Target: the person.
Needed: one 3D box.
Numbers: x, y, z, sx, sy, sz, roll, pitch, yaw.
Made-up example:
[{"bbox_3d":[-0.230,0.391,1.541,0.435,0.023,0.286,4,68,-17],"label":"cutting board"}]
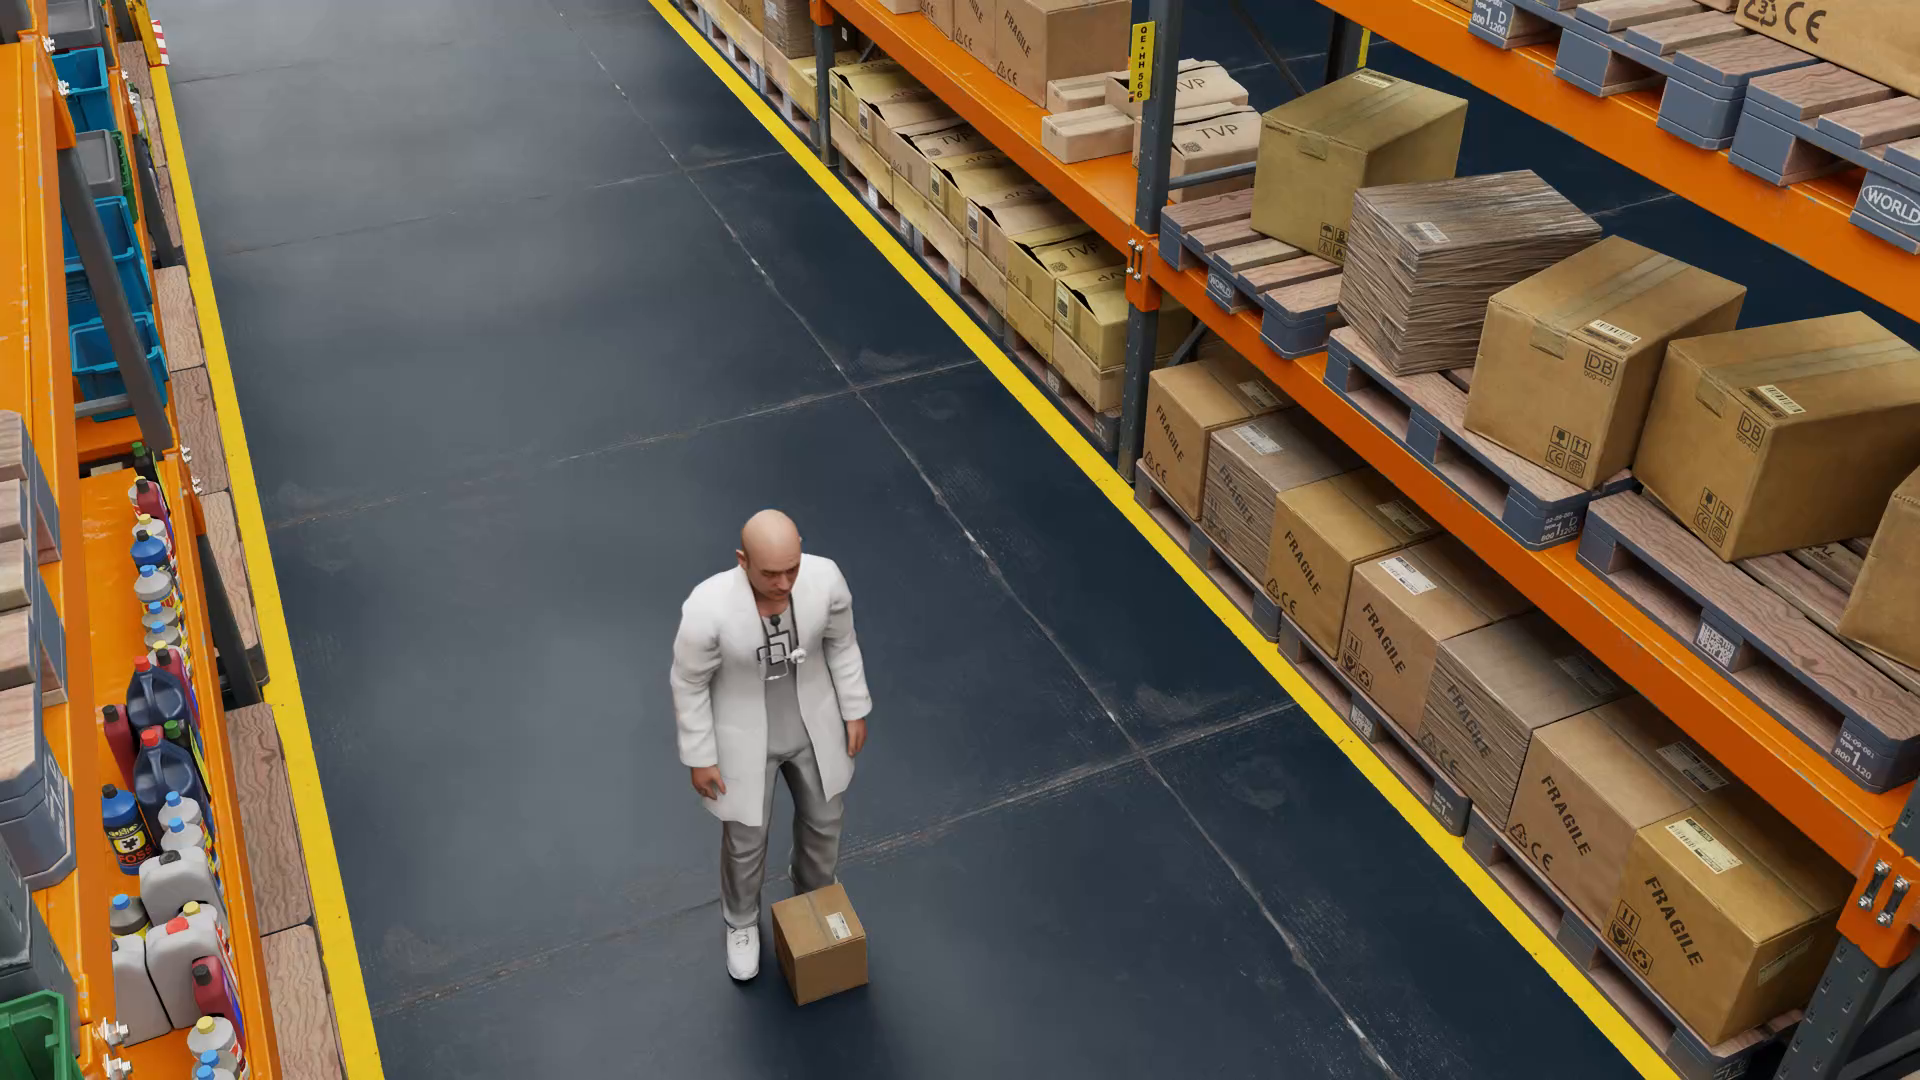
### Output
[{"bbox_3d":[-0.586,0.623,5.328,0.642,1.774,0.420,-16,40,-20],"label":"person"}]
